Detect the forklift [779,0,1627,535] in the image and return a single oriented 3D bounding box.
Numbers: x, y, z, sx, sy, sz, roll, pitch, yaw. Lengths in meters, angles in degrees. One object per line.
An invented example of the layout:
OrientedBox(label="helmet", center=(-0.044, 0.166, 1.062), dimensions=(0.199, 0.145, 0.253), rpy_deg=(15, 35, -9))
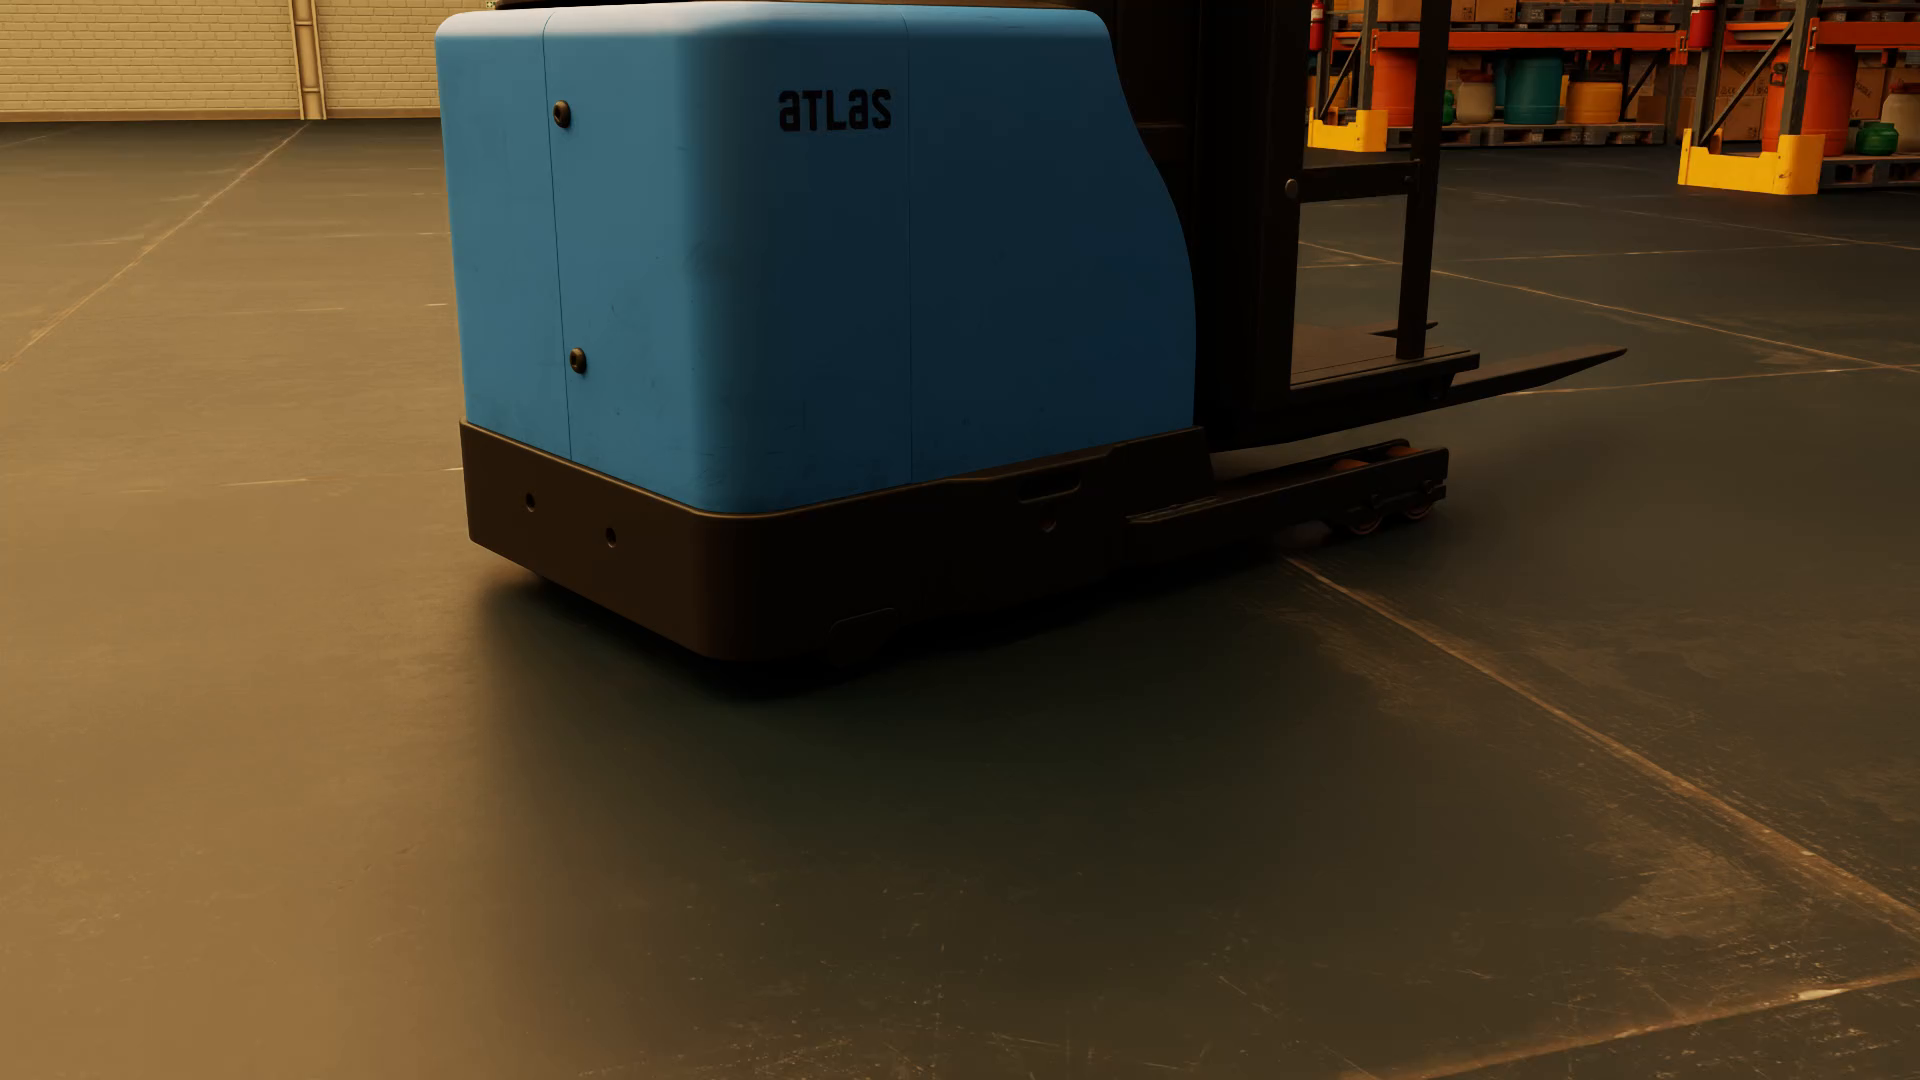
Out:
OrientedBox(label="forklift", center=(0.468, -1.516, 3.529), dimensions=(3.031, 2.935, 1.121), rpy_deg=(-13, 21, -38))
